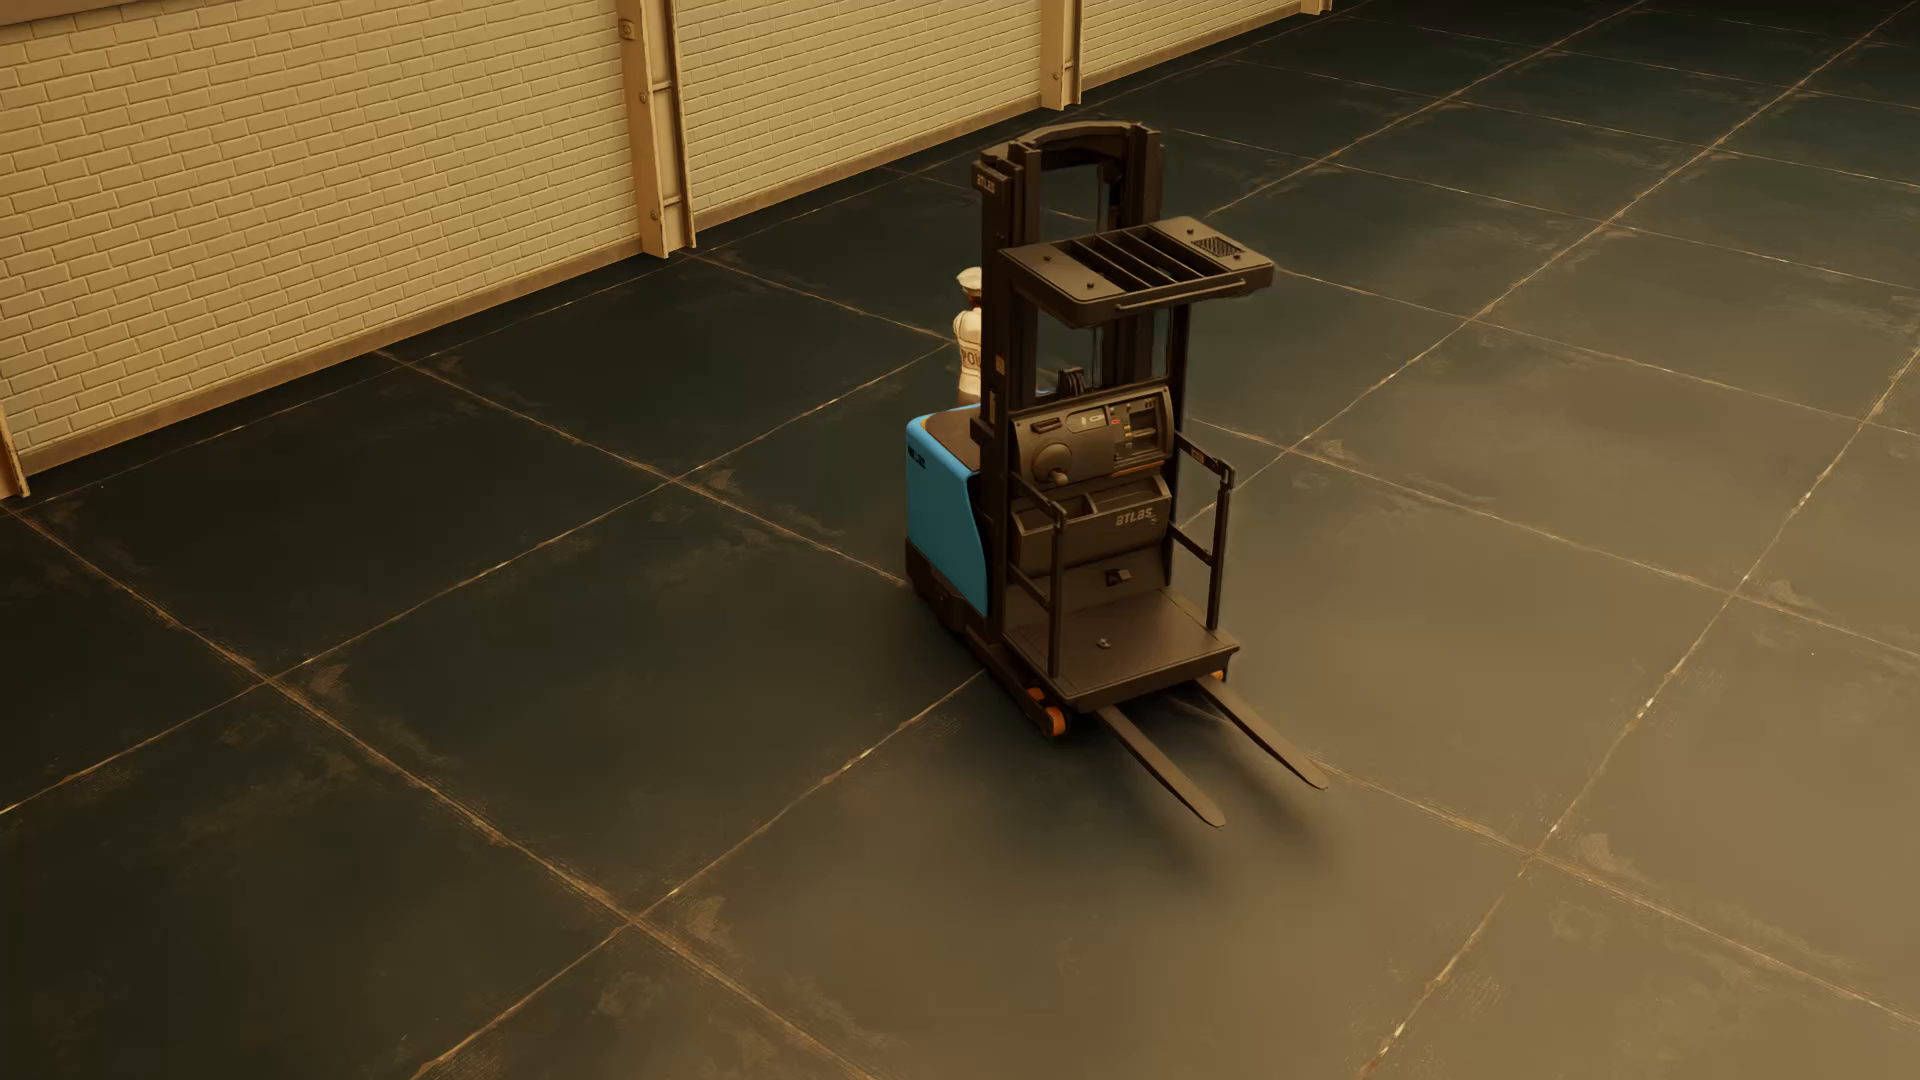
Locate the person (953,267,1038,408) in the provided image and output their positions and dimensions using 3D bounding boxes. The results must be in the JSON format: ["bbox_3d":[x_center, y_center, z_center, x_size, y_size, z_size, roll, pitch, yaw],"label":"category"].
[{"bbox_3d":[0.258,-0.959,10.581,0.623,1.575,0.803,10,32,16],"label":"person"}]

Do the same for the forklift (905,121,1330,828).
[{"bbox_3d":[0.798,-0.487,8.429,1.130,2.935,3.031,-15,33,-23],"label":"forklift"}]
